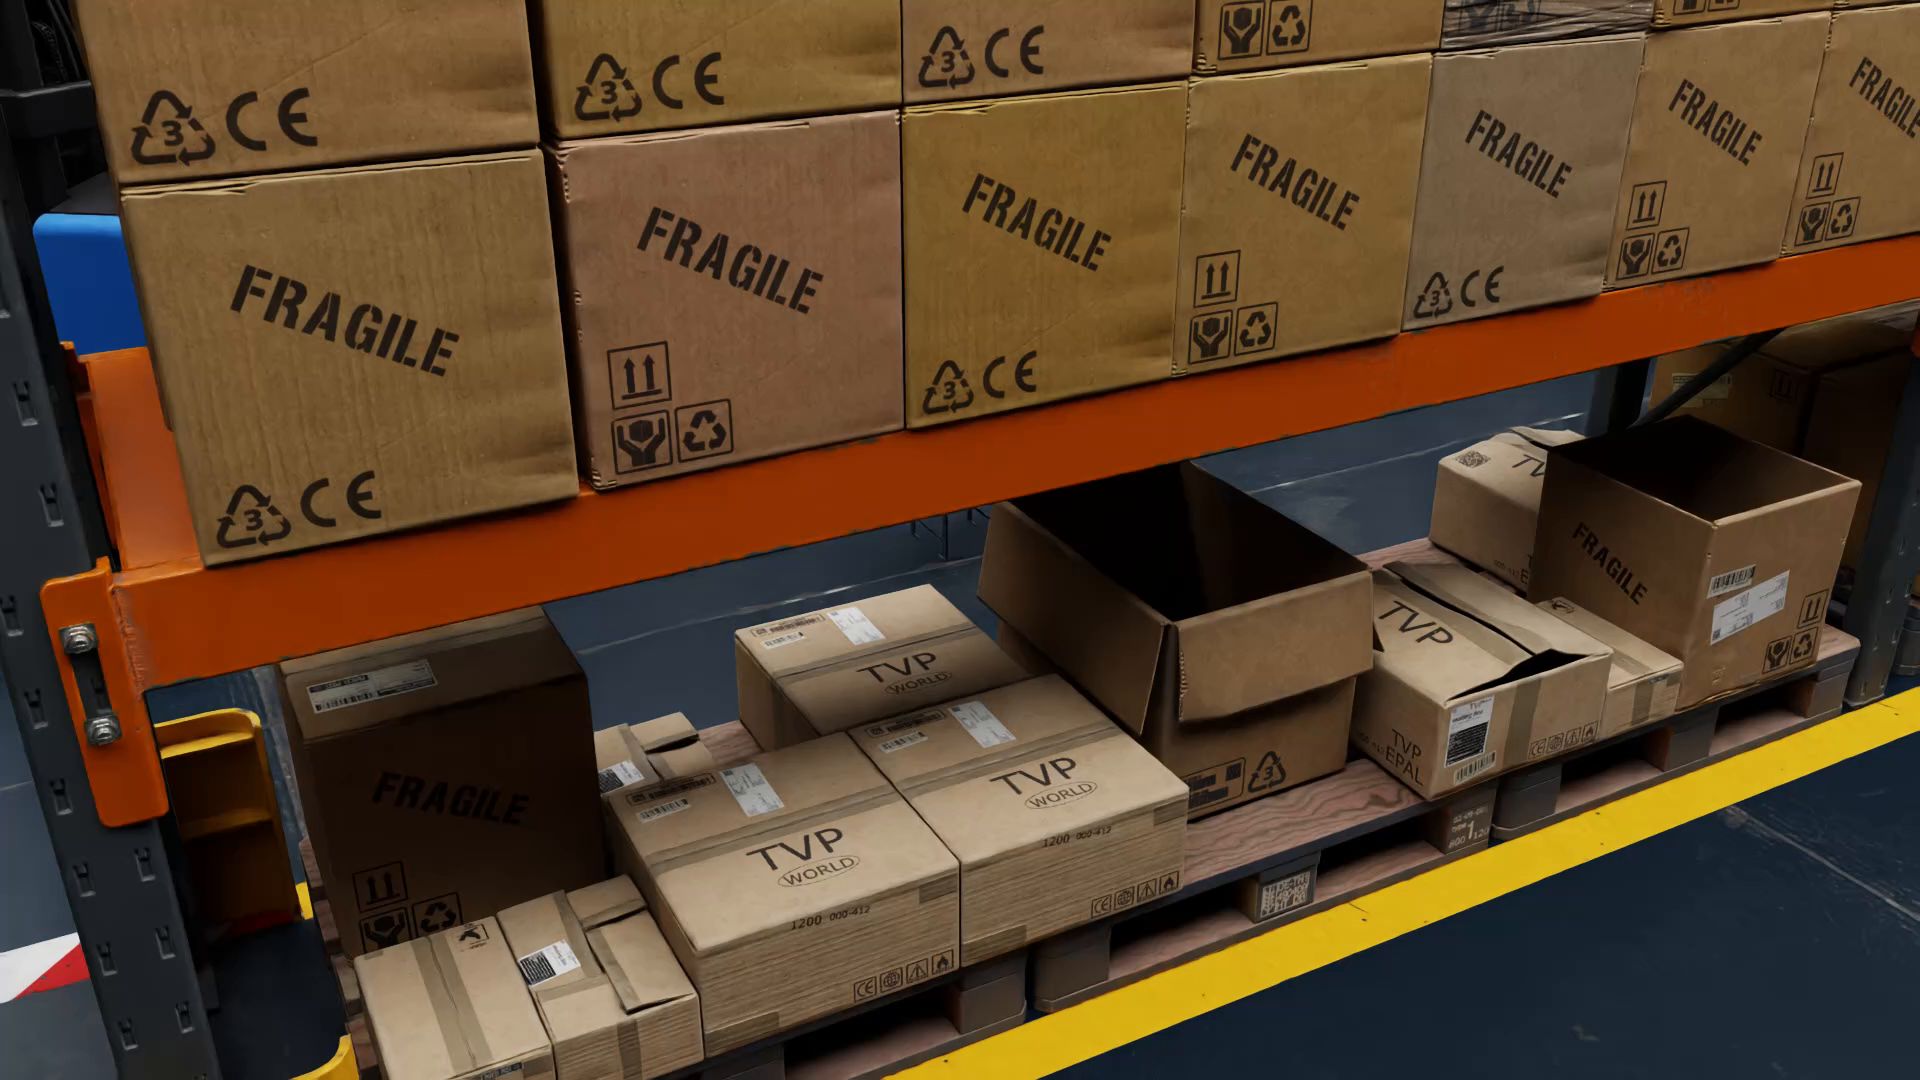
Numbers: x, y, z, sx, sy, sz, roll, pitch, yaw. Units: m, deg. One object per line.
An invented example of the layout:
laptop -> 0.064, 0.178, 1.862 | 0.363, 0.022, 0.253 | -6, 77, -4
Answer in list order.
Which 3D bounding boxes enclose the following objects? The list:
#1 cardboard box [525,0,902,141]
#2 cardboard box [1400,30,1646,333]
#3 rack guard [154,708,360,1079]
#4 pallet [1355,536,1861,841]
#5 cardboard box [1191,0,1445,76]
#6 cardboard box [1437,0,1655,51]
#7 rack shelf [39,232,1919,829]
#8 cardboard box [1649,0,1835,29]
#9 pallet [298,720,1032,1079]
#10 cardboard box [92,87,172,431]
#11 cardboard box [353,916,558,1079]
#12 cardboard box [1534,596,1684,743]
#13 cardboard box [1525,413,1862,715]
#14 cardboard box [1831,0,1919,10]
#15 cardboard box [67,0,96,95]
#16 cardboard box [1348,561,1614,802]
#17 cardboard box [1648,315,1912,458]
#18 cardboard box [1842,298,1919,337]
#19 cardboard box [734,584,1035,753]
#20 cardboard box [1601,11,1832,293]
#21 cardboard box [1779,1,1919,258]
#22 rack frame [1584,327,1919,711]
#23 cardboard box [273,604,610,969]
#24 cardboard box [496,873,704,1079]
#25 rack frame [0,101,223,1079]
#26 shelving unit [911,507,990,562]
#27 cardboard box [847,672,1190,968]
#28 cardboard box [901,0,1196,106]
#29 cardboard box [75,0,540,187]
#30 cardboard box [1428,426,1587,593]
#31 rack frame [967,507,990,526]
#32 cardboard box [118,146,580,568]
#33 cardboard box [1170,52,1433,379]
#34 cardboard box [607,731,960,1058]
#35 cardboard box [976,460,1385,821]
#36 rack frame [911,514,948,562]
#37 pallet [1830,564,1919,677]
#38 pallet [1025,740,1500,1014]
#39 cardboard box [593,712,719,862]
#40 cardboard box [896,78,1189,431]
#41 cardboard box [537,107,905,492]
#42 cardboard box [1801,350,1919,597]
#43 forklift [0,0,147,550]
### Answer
cardboard box -> -0.417, -0.891, 2.369 | 0.500, 0.500, 0.500 | -13, 28, -25
cardboard box -> 0.913, -0.745, 3.220 | 0.500, 0.500, 0.500 | -12, 28, -24
rack guard -> -1.323, 0.816, 2.974 | 0.348, 0.500, 1.175 | -13, 29, -25
pallet -> 1.533, 0.286, 4.410 | 1.213, 0.211, 1.003 | -13, 29, -25
cardboard box -> 0.475, -1.095, 2.793 | 0.500, 0.500, 0.500 | -13, 29, -26
cardboard box -> 0.920, -1.197, 3.006 | 0.500, 0.500, 0.500 | -13, 28, -25
rack shelf -> 0.375, -0.379, 3.405 | 4.000, 0.370, 1.077 | -13, 29, -25
cardboard box -> 1.364, -1.299, 3.219 | 0.500, 0.500, 0.500 | -14, 29, -26
pallet -> -0.620, 0.783, 3.375 | 1.213, 0.211, 1.003 | -13, 29, -25
cardboard box -> -1.123, -0.536, 2.785 | 0.500, 0.500, 0.500 | -12, 28, -24
cardboard box -> -0.859, 0.837, 2.827 | 0.250, 0.149, 0.380 | -13, 29, -25
cardboard box -> 1.468, 0.300, 3.945 | 0.250, 0.149, 0.380 | -13, 29, -25
cardboard box -> 1.770, 0.042, 4.076 | 0.500, 0.500, 0.500 | -13, 29, -25
cardboard box -> 1.815, -1.404, 3.439 | 0.500, 0.500, 0.500 | -13, 28, -25
cardboard box -> -1.127, -0.987, 2.570 | 0.500, 0.500, 0.500 | -13, 29, -26
cardboard box -> 1.108, 0.280, 3.799 | 0.500, 0.311, 0.500 | -13, 29, -25
cardboard box -> 2.440, -0.392, 4.980 | 0.500, 0.500, 0.500 | -13, 29, -25
cardboard box -> 2.880, -0.489, 5.183 | 0.500, 0.500, 0.500 | -13, 29, -25
cardboard box -> -0.174, 0.359, 3.706 | 0.500, 0.250, 0.500 | -13, 29, -25
cardboard box -> 1.365, -0.850, 3.440 | 0.500, 0.500, 0.500 | -12, 28, -24
cardboard box -> 1.819, -0.956, 3.660 | 0.500, 0.500, 0.500 | -12, 28, -24
rack frame -> 2.140, -1.111, 4.097 | 0.127, 3.000, 1.000 | -13, 29, -25
cardboard box -> -1.026, 0.428, 3.273 | 0.500, 0.500, 0.500 | -13, 29, -25
cardboard box -> -0.638, 0.778, 2.929 | 0.250, 0.166, 0.380 | -13, 29, -25
rack frame -> -1.390, -0.296, 2.401 | 0.127, 3.000, 1.000 | -13, 29, -25
shelving unit -> -0.007, -0.404, 5.052 | 0.210, 0.900, 0.258 | -13, 29, -25
cardboard box -> 0.106, 0.539, 3.330 | 0.500, 0.250, 0.500 | -13, 29, -25
cardboard box -> 0.027, -0.991, 2.577 | 0.500, 0.500, 0.500 | -13, 28, -24
cardboard box -> -0.874, -0.781, 2.141 | 0.500, 0.500, 0.500 | -12, 28, -24
cardboard box -> 1.667, -0.094, 4.578 | 0.500, 0.311, 0.500 | -13, 29, -25
rack frame -> 0.083, -0.425, 5.095 | 0.006, 0.900, 0.240 | -13, 29, -25
cardboard box -> -0.874, -0.331, 2.357 | 0.500, 0.500, 0.500 | -12, 28, -24
cardboard box -> 0.464, -0.640, 3.002 | 0.500, 0.500, 0.500 | -13, 28, -24
cardboard box -> -0.336, 0.641, 3.118 | 0.500, 0.250, 0.500 | -13, 29, -25
cardboard box -> 0.484, 0.201, 3.741 | 0.637, 0.503, 0.797 | -13, 29, -25
rack frame -> -0.097, -0.383, 5.009 | 0.006, 0.900, 0.240 | -13, 29, -25
pallet -> 2.839, -0.033, 5.076 | 1.213, 0.211, 1.003 | -13, 29, -25
pallet -> 0.455, 0.536, 3.889 | 1.213, 0.211, 1.003 | -13, 29, -25
cardboard box -> -0.626, 0.530, 3.445 | 0.250, 0.166, 0.380 | -13, 29, -25
cardboard box -> 0.023, -0.539, 2.791 | 0.500, 0.500, 0.500 | -13, 29, -25
cardboard box -> -0.422, -0.438, 2.580 | 0.500, 0.500, 0.500 | -13, 29, -26
cardboard box -> 2.681, -0.187, 4.555 | 0.500, 0.500, 0.500 | -14, 29, -27
forklift -> -3.231, -1.513, 5.014 | 3.031, 2.935, 1.130 | 3, 26, 7
